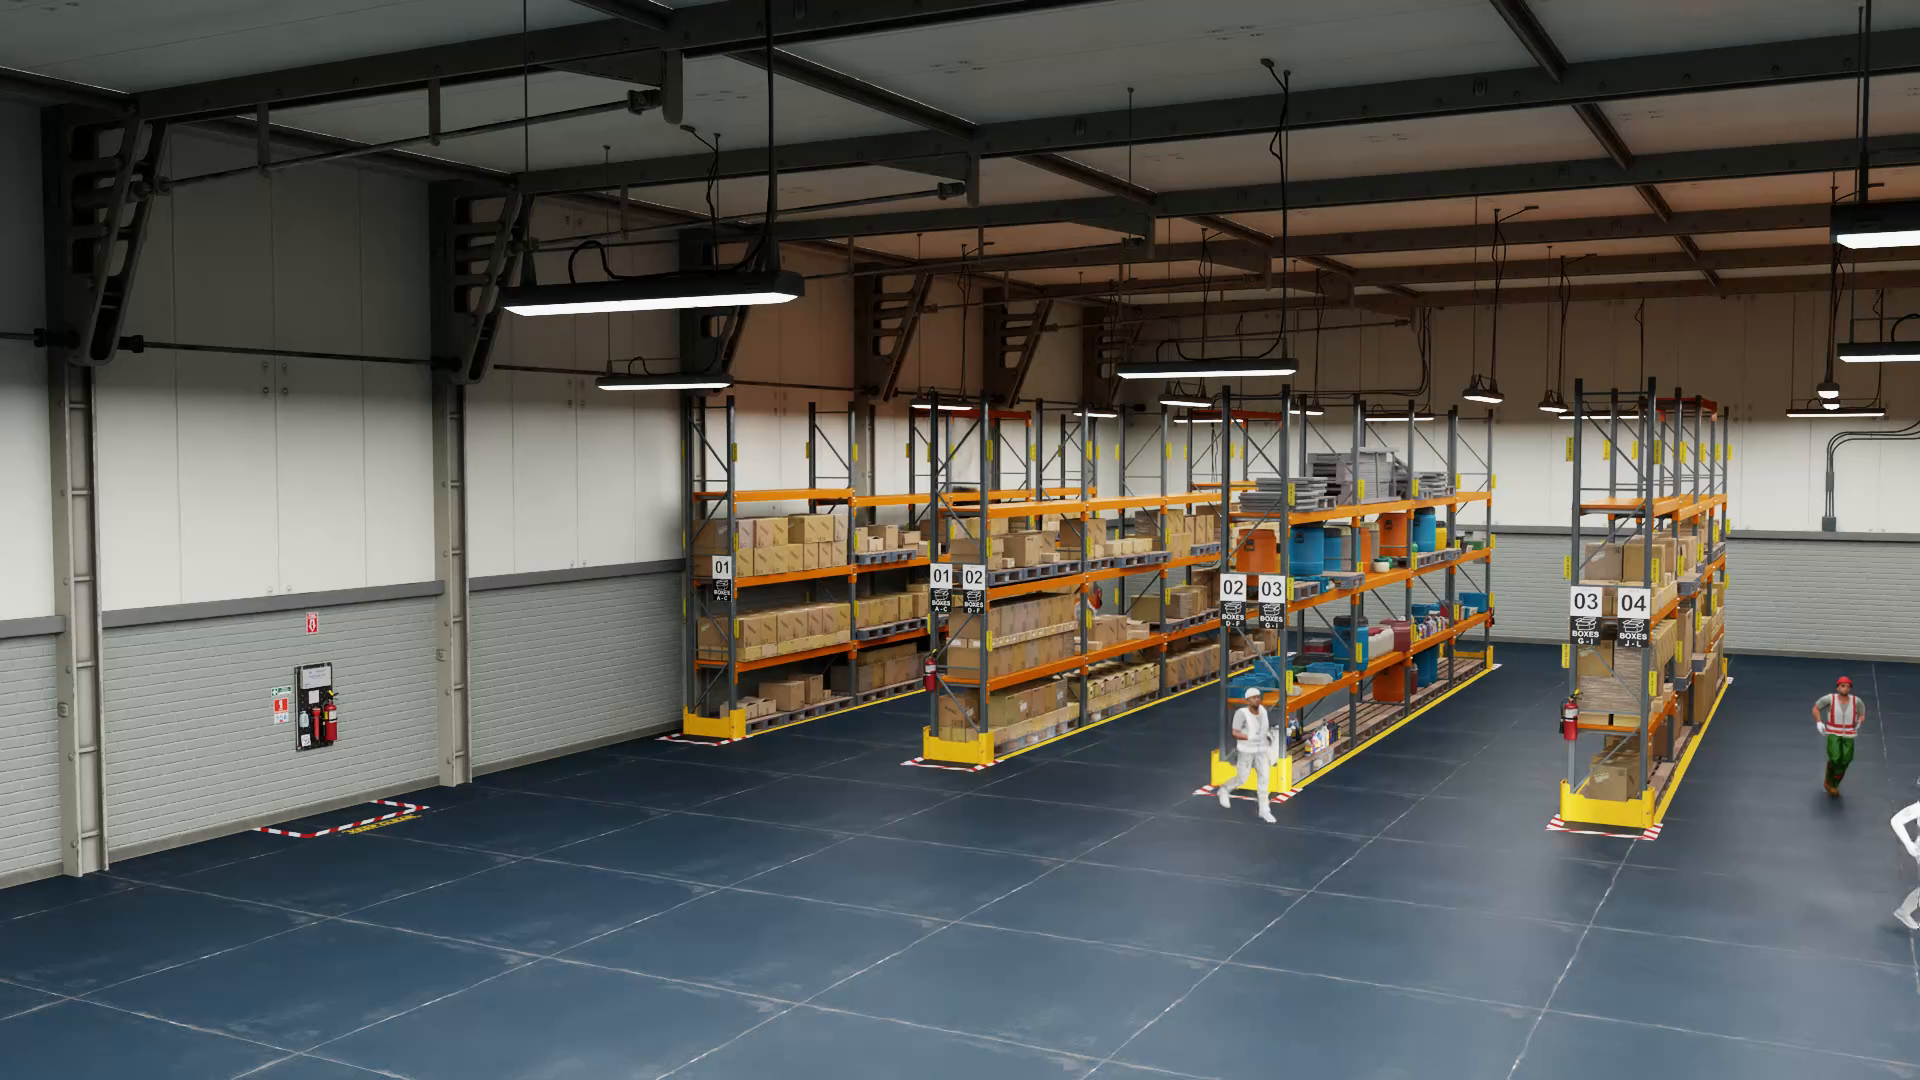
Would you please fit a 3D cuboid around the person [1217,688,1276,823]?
[{"bbox_3d":[3.975,2.906,22.808,0.693,1.790,0.994,-2,3,-28],"label":"person"}]

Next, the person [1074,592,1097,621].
[{"bbox_3d":[2.771,1.963,37.674,0.560,1.556,0.555,2,3,30],"label":"person"}]

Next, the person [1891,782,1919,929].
[{"bbox_3d":[9.972,3.263,17.031,0.620,1.711,0.848,-2,3,-31],"label":"person"}]

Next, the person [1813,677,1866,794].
[{"bbox_3d":[12.797,2.849,24.143,0.657,1.736,0.622,1,3,13],"label":"person"}]
